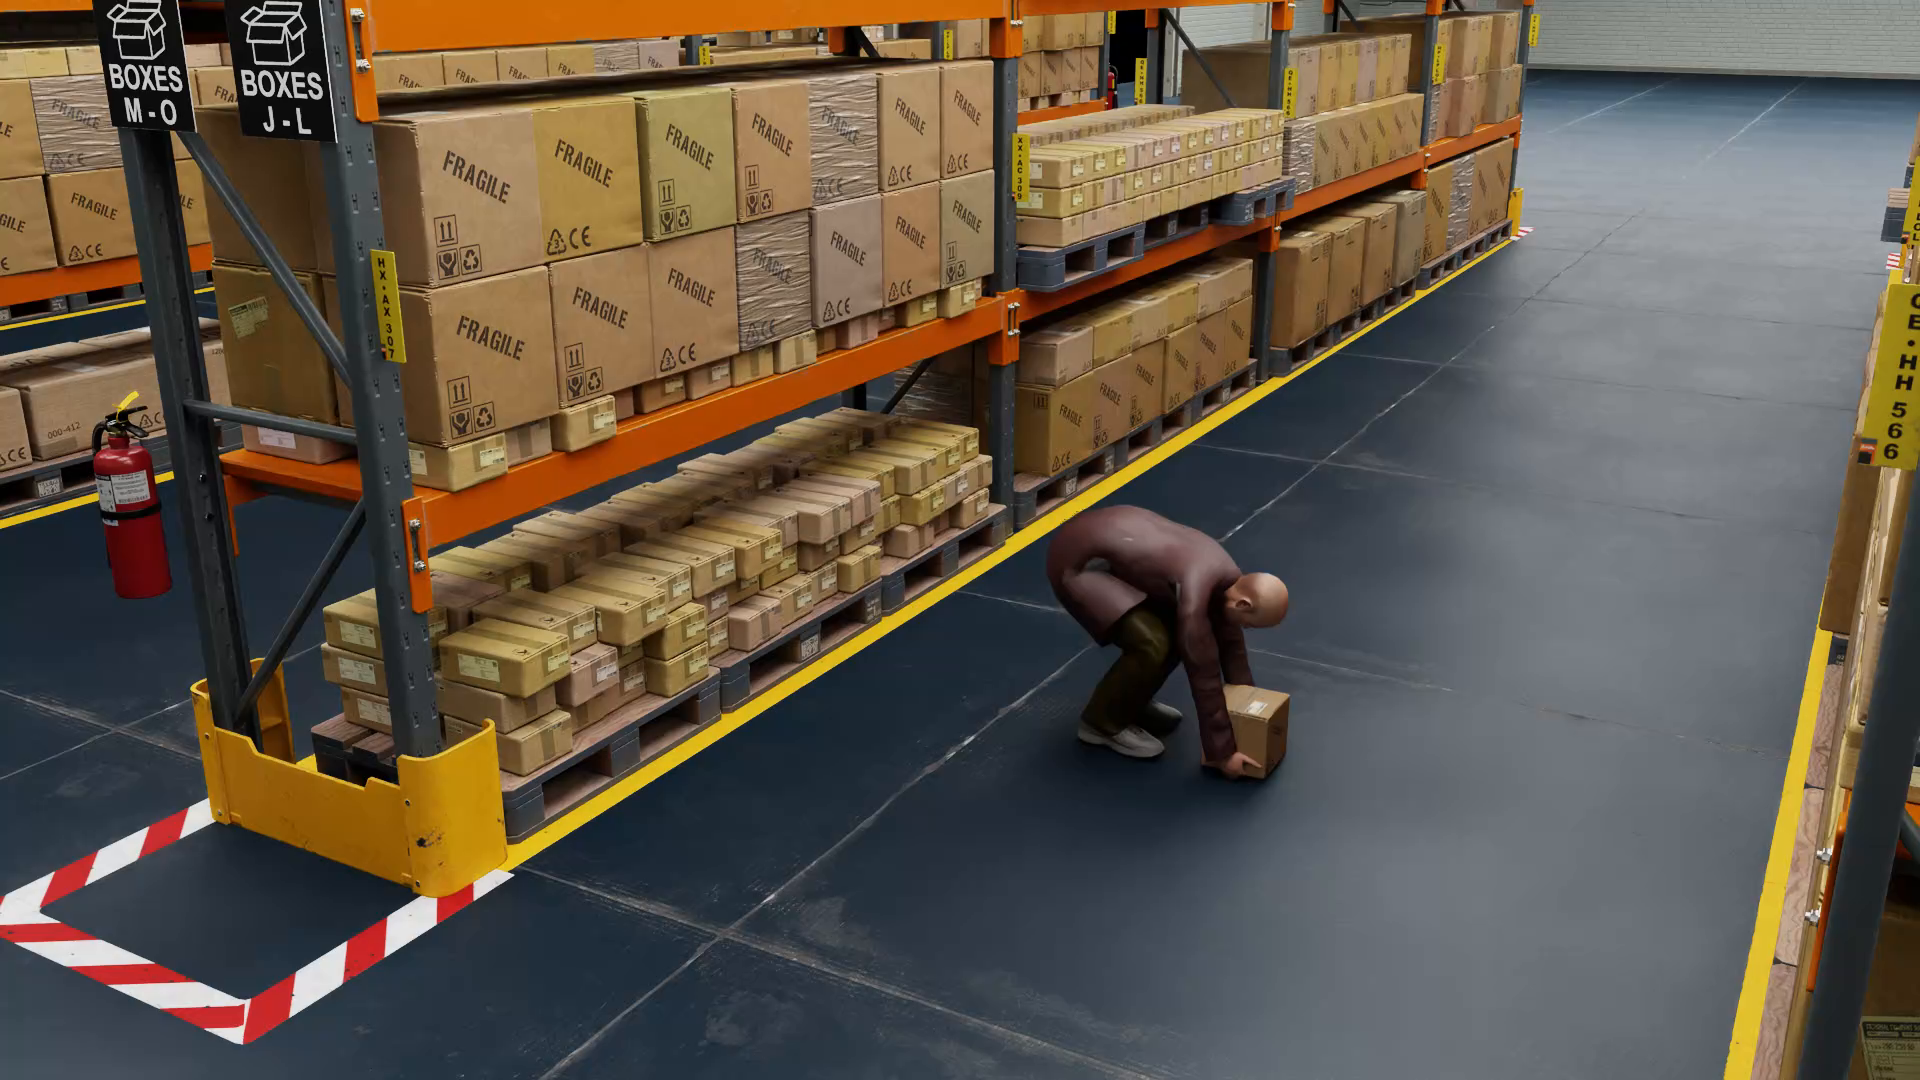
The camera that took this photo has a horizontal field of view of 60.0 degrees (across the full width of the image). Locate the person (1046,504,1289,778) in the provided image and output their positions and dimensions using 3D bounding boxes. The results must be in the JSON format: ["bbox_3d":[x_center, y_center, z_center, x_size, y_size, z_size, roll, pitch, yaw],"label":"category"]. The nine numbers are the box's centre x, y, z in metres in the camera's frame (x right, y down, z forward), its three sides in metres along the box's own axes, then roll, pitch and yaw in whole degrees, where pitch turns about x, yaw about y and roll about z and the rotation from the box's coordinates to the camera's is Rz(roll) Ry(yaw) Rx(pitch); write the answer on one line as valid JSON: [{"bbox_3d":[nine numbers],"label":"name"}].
[{"bbox_3d":[0.781,0.351,6.362,0.947,0.943,0.591,9,21,25],"label":"person"}]
